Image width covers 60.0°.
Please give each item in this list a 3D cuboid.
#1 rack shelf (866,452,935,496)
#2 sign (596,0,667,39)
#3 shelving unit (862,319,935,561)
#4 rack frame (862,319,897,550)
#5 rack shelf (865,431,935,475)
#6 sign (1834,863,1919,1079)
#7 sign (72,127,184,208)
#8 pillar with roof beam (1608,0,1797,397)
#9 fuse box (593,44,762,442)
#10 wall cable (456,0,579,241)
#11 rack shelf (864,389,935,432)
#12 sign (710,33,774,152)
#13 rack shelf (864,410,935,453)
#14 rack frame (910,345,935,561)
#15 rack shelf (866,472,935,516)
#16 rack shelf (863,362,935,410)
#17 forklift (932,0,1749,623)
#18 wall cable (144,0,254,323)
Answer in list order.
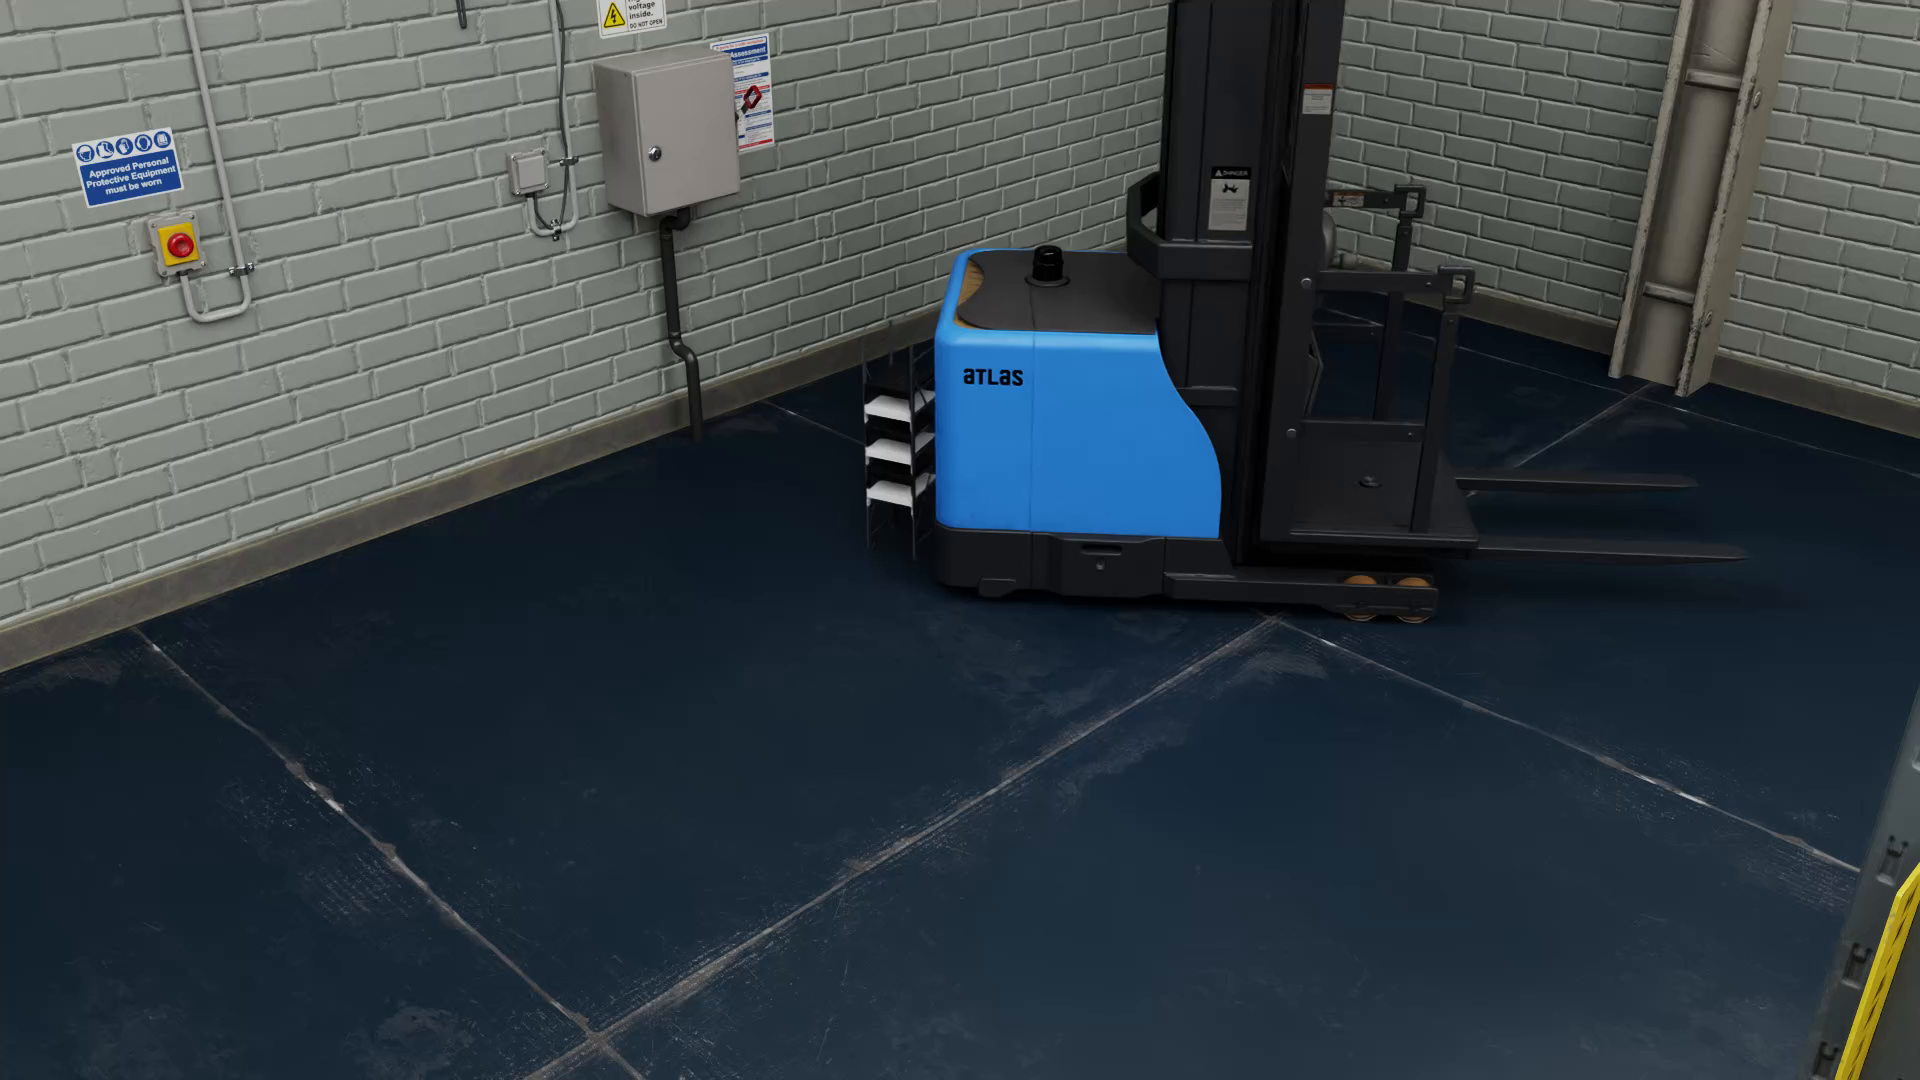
[{"bbox_3d":[-0.224,-0.278,6.577,0.200,0.077,0.258,13,30,23],"label":"rack shelf"},{"bbox_3d":[-1.350,-2.205,6.833,0.001,0.242,0.339,25,36,38],"label":"sign"},{"bbox_3d":[-0.224,-0.387,6.519,0.210,0.900,0.258,13,30,23],"label":"shelving unit"},{"bbox_3d":[-0.315,-0.408,6.558,0.006,0.900,0.240,13,30,23],"label":"rack frame"},{"bbox_3d":[-0.224,-0.358,6.535,0.200,0.077,0.258,13,30,23],"label":"rack shelf"},{"bbox_3d":[0.904,0.456,1.645,0.005,0.325,0.100,25,36,38],"label":"sign"},{"bbox_3d":[-2.818,-1.264,5.641,0.001,0.218,0.327,25,36,38],"label":"sign"},{"bbox_3d":[0.465,-3.362,3.475,0.400,9.000,9.100,25,36,38],"label":"pillar with roof beam"},{"bbox_3d":[-1.163,-1.220,7.231,0.414,1.711,0.539,25,36,38],"label":"fuse box"},{"bbox_3d":[-1.754,-2.065,6.362,0.122,1.984,0.588,25,36,38],"label":"wall cable"},{"bbox_3d":[-0.224,-0.517,6.451,0.200,0.077,0.258,13,30,23],"label":"rack shelf"},{"bbox_3d":[-0.965,-1.979,7.394,0.001,0.494,0.329,25,36,38],"label":"sign"},{"bbox_3d":[-0.224,-0.437,6.493,0.200,0.077,0.258,13,30,23],"label":"rack shelf"},{"bbox_3d":[-0.132,-0.367,6.480,0.006,0.900,0.240,13,30,23],"label":"rack frame"},{"bbox_3d":[-0.224,-0.199,6.619,0.200,0.077,0.258,13,30,23],"label":"rack shelf"},{"bbox_3d":[-0.224,-0.597,6.409,0.200,0.077,0.258,13,30,23],"label":"rack shelf"},{"bbox_3d":[1.440,-1.248,5.974,3.031,2.935,1.130,2,28,4],"label":"forklift"},{"bbox_3d":[-2.740,-1.604,5.452,0.123,1.953,0.585,25,36,38],"label":"wall cable"}]
